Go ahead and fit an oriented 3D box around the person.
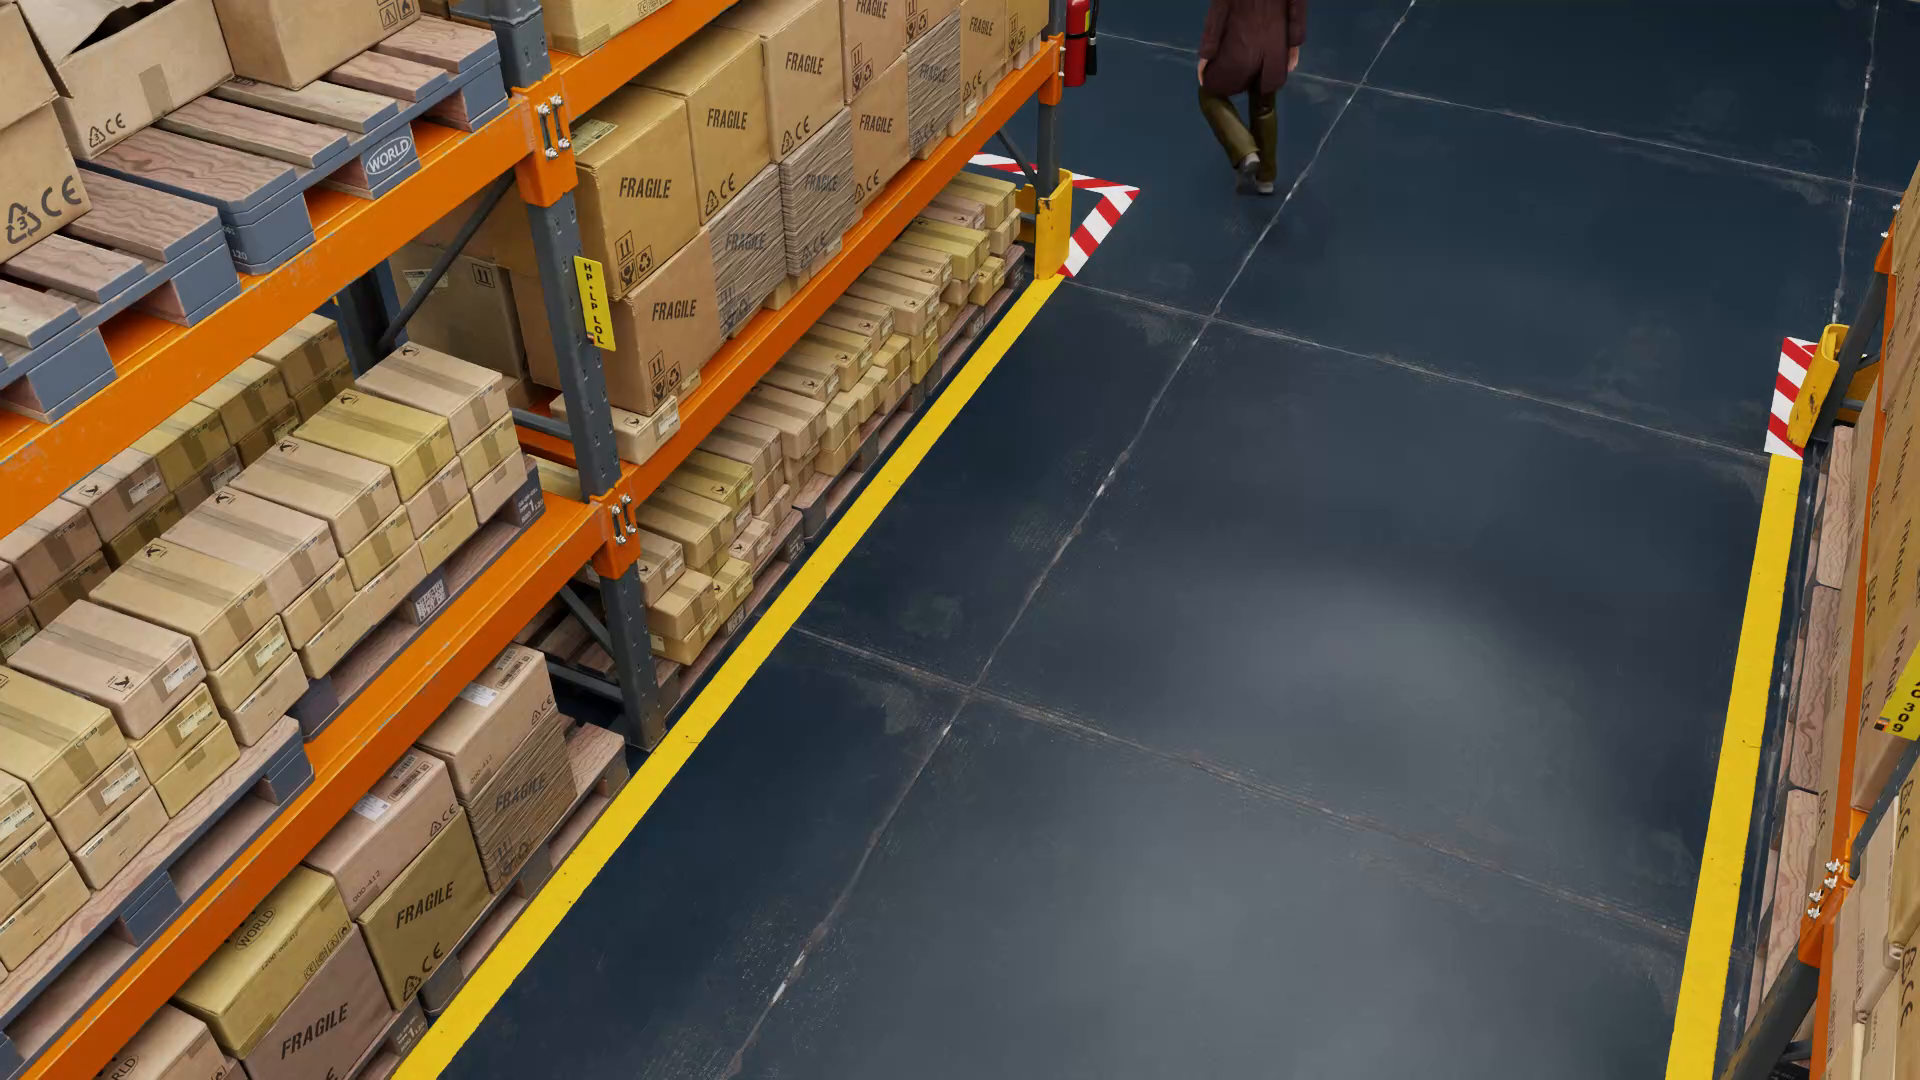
[{"bbox_3d":[1.607,-2.723,9.224,0.638,1.761,0.561,-11,43,-13],"label":"person"}]
